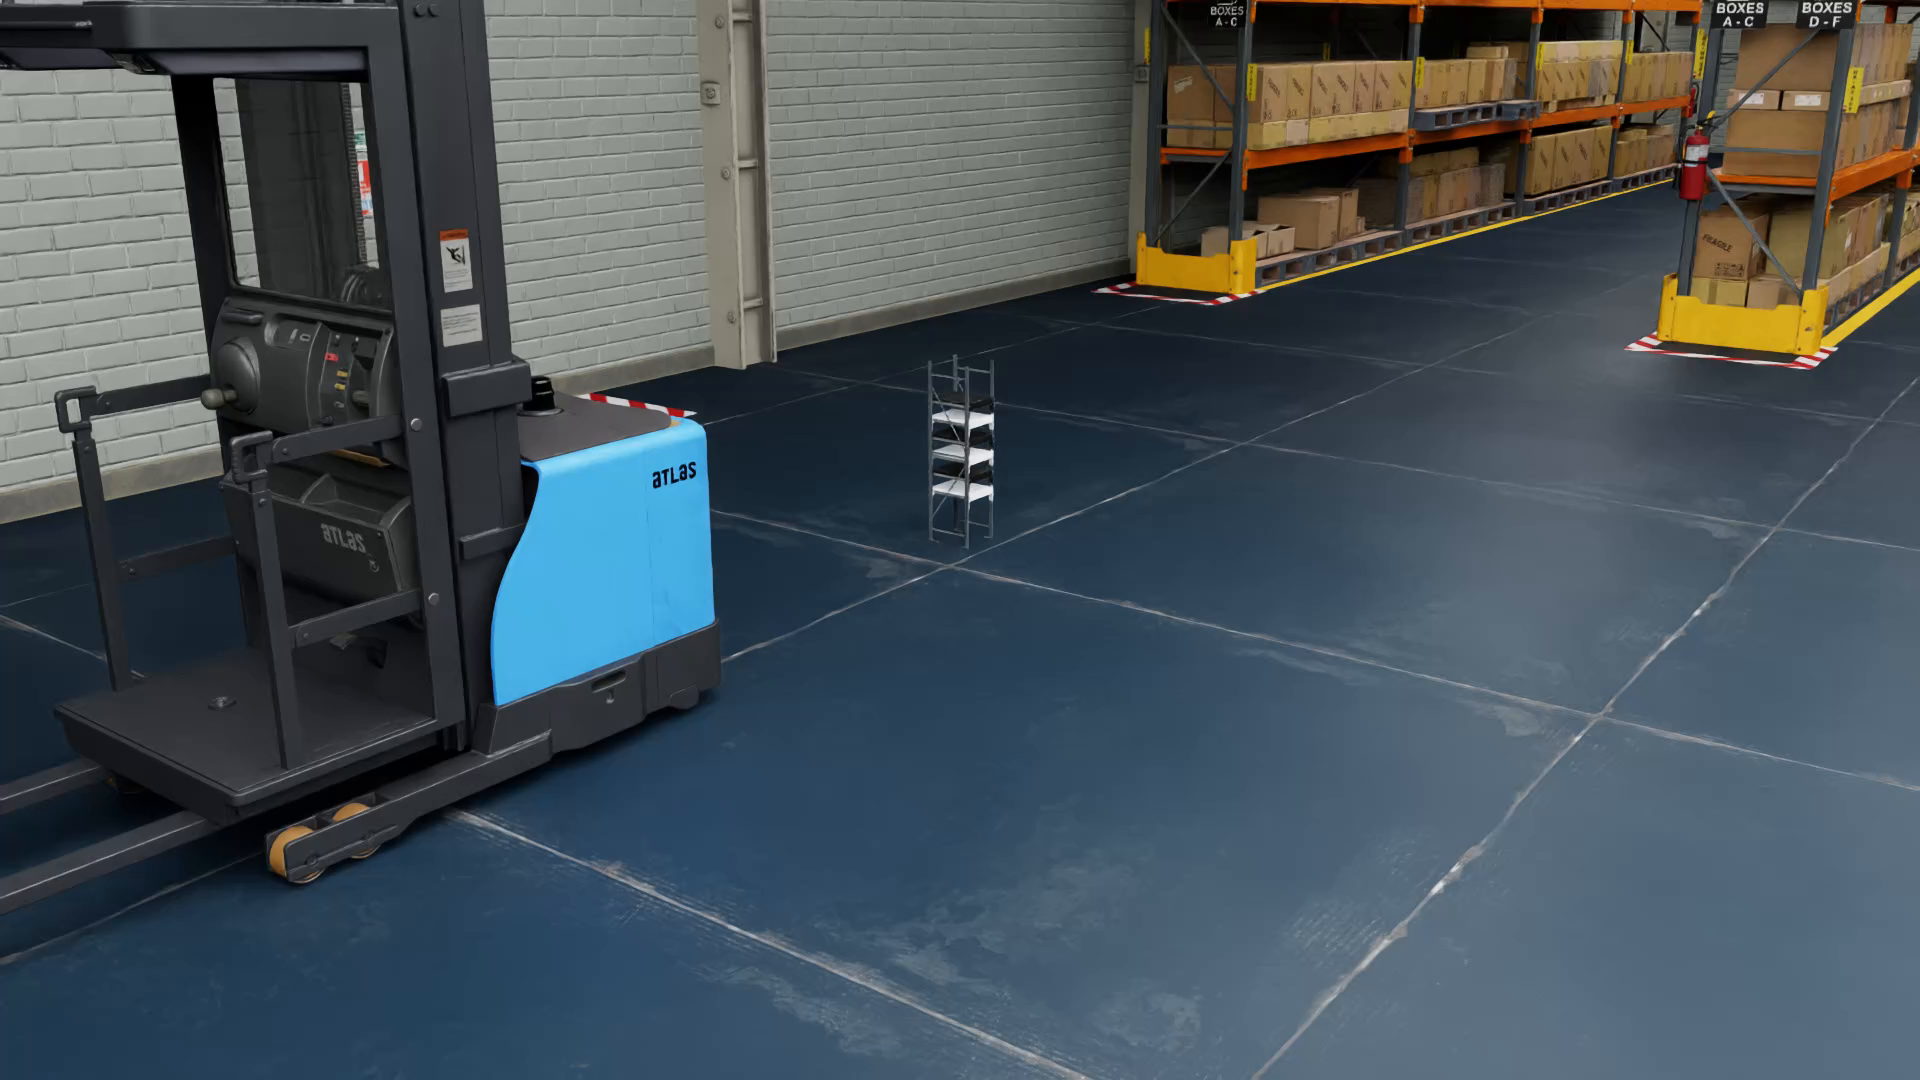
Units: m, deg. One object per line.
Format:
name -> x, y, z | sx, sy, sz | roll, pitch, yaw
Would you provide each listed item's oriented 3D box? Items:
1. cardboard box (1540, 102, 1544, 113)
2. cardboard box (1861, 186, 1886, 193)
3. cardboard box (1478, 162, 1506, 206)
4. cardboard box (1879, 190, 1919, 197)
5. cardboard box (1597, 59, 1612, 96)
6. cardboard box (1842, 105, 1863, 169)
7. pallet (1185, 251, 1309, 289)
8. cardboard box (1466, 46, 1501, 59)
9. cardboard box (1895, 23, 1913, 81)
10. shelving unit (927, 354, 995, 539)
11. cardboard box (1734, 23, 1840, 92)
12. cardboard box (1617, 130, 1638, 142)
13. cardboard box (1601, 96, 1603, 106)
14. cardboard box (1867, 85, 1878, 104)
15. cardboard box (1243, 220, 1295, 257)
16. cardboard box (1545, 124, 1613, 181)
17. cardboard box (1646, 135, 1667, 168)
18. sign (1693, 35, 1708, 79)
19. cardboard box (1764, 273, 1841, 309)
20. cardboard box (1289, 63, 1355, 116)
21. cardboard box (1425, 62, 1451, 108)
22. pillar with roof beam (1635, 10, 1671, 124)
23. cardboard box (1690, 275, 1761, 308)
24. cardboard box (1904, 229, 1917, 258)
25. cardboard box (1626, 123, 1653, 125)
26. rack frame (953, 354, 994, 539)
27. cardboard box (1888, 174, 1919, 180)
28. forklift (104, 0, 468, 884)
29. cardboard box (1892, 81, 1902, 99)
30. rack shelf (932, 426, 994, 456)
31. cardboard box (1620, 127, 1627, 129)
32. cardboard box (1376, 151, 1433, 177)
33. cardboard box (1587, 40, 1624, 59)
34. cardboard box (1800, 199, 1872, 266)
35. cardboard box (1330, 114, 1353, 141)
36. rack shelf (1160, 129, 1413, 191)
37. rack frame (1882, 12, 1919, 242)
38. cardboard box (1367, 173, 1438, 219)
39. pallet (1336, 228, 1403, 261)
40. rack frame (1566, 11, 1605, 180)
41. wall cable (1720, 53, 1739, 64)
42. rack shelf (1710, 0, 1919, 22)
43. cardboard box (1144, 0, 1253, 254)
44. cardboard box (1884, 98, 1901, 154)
cardboard box -> 7.537, -5.766, 22.143 | 0.380, 0.149, 0.250 | 13, 21, 35
cardboard box -> 9.819, -3.741, 18.214 | 0.500, 0.311, 0.500 | 12, 21, 33
cardboard box -> 6.611, -4.616, 21.524 | 0.700, 0.500, 0.500 | 13, 21, 35
cardboard box -> 9.957, -3.529, 17.534 | 0.500, 0.311, 0.500 | 13, 22, 36
cardboard box -> 9.013, -6.655, 23.912 | 0.500, 0.500, 0.500 | 13, 21, 35
cardboard box -> 7.110, -3.400, 13.967 | 0.700, 0.500, 0.500 | 13, 21, 35
pallet -> 2.789, -2.749, 16.739 | 1.003, 0.211, 1.213 | 12, 21, 35
cardboard box -> 6.637, -6.181, 21.087 | 0.380, 0.149, 0.250 | 9, 19, 26
cardboard box -> 8.336, -4.514, 15.365 | 0.700, 0.500, 0.500 | 13, 21, 35
shelving unit -> -7.680, 1.249, 2.705 | 6.000, 0.900, 18.469 | 12, 21, 35
cardboard box -> 6.532, -3.789, 13.033 | 0.700, 0.500, 0.500 | 13, 21, 35
cardboard box -> 10.260, -6.259, 25.754 | 0.380, 0.149, 0.250 | 13, 22, 37
cardboard box -> 9.085, -6.374, 24.102 | 0.380, 0.149, 0.250 | 13, 22, 36
cardboard box -> 7.535, -3.780, 14.094 | 0.380, 0.149, 0.250 | 13, 21, 35
cardboard box -> 3.056, -3.086, 16.915 | 0.500, 0.311, 0.500 | 15, 22, 39
cardboard box -> 9.099, -5.729, 24.552 | 0.750, 0.750, 0.750 | 13, 21, 35
cardboard box -> 11.130, -6.389, 27.267 | 0.700, 0.500, 0.500 | 12, 21, 35
sign -> 5.785, -3.766, 12.961 | 0.100, 0.325, 0.005 | 12, 21, 35
cardboard box -> 7.005, -2.096, 13.864 | 0.500, 0.250, 0.500 | 12, 21, 35
cardboard box -> 3.671, -4.595, 16.936 | 0.500, 0.500, 0.500 | 13, 22, 36
cardboard box -> 5.284, -5.333, 19.448 | 0.700, 0.500, 0.500 | 15, 23, 40
pillar with roof beam -> 16.136, -10.586, 27.160 | 9.100, 9.000, 0.400 | 12, 21, 35
cardboard box -> 6.294, -2.068, 13.773 | 0.500, 0.250, 0.500 | 12, 21, 35
cardboard box -> 9.340, -3.015, 16.822 | 0.500, 0.250, 0.500 | 13, 22, 36
cardboard box -> 11.342, -6.883, 27.764 | 0.380, 0.149, 0.250 | 13, 21, 35
rack frame -> 0.065, -0.456, 8.195 | 0.240, 0.900, 0.006 | 12, 21, 35
cardboard box -> 11.347, -4.187, 20.141 | 0.500, 0.500, 0.500 | 13, 22, 37
forklift -> -2.197, -0.542, 5.049 | 1.121, 2.935, 3.031 | 13, 21, 35
cardboard box -> 11.445, -2.754, 11.634 | 9.833, 0.649, 2.443 | 12, 21, 35
rack shelf -> 0.005, -0.486, 8.100 | 0.258, 0.077, 0.200 | 12, 21, 35
cardboard box -> 10.437, -6.521, 26.597 | 0.380, 0.149, 0.250 | 12, 21, 34
cardboard box -> 5.300, -4.486, 19.840 | 0.500, 0.250, 0.500 | 12, 21, 34
cardboard box -> 9.309, -7.134, 24.191 | 0.500, 0.250, 0.500 | 13, 22, 36
cardboard box -> 7.606, -2.691, 14.516 | 0.500, 0.500, 0.500 | 12, 21, 35
cardboard box -> 3.686, -4.240, 17.057 | 0.500, 0.250, 0.500 | 13, 21, 35
rack shelf -> 3.423, -4.008, 17.305 | 1.077, 0.370, 4.000 | 12, 21, 35
rack frame -> 8.593, -3.954, 15.918 | 0.949, 2.616, 0.053 | 12, 21, 35
cardboard box -> 5.308, -4.154, 20.037 | 0.700, 0.500, 0.500 | 12, 21, 34
pallet -> 4.243, -3.330, 18.611 | 1.003, 0.211, 1.213 | 12, 21, 35
rack frame -> 9.384, -6.733, 24.866 | 0.949, 2.616, 0.053 | 12, 21, 35
wall cable -> 15.422, -10.352, 31.641 | 3.097, 2.526, 0.112 | 12, 21, 35
rack shelf -> 7.404, -4.566, 14.044 | 1.077, 0.370, 4.000 | 12, 21, 35
cardboard box -> 12.656, -2.037, 9.745 | 25.117, 3.000, 2.723 | 13, 21, 35
cardboard box -> 8.336, -3.894, 15.558 | 0.700, 0.500, 0.500 | 12, 21, 33
